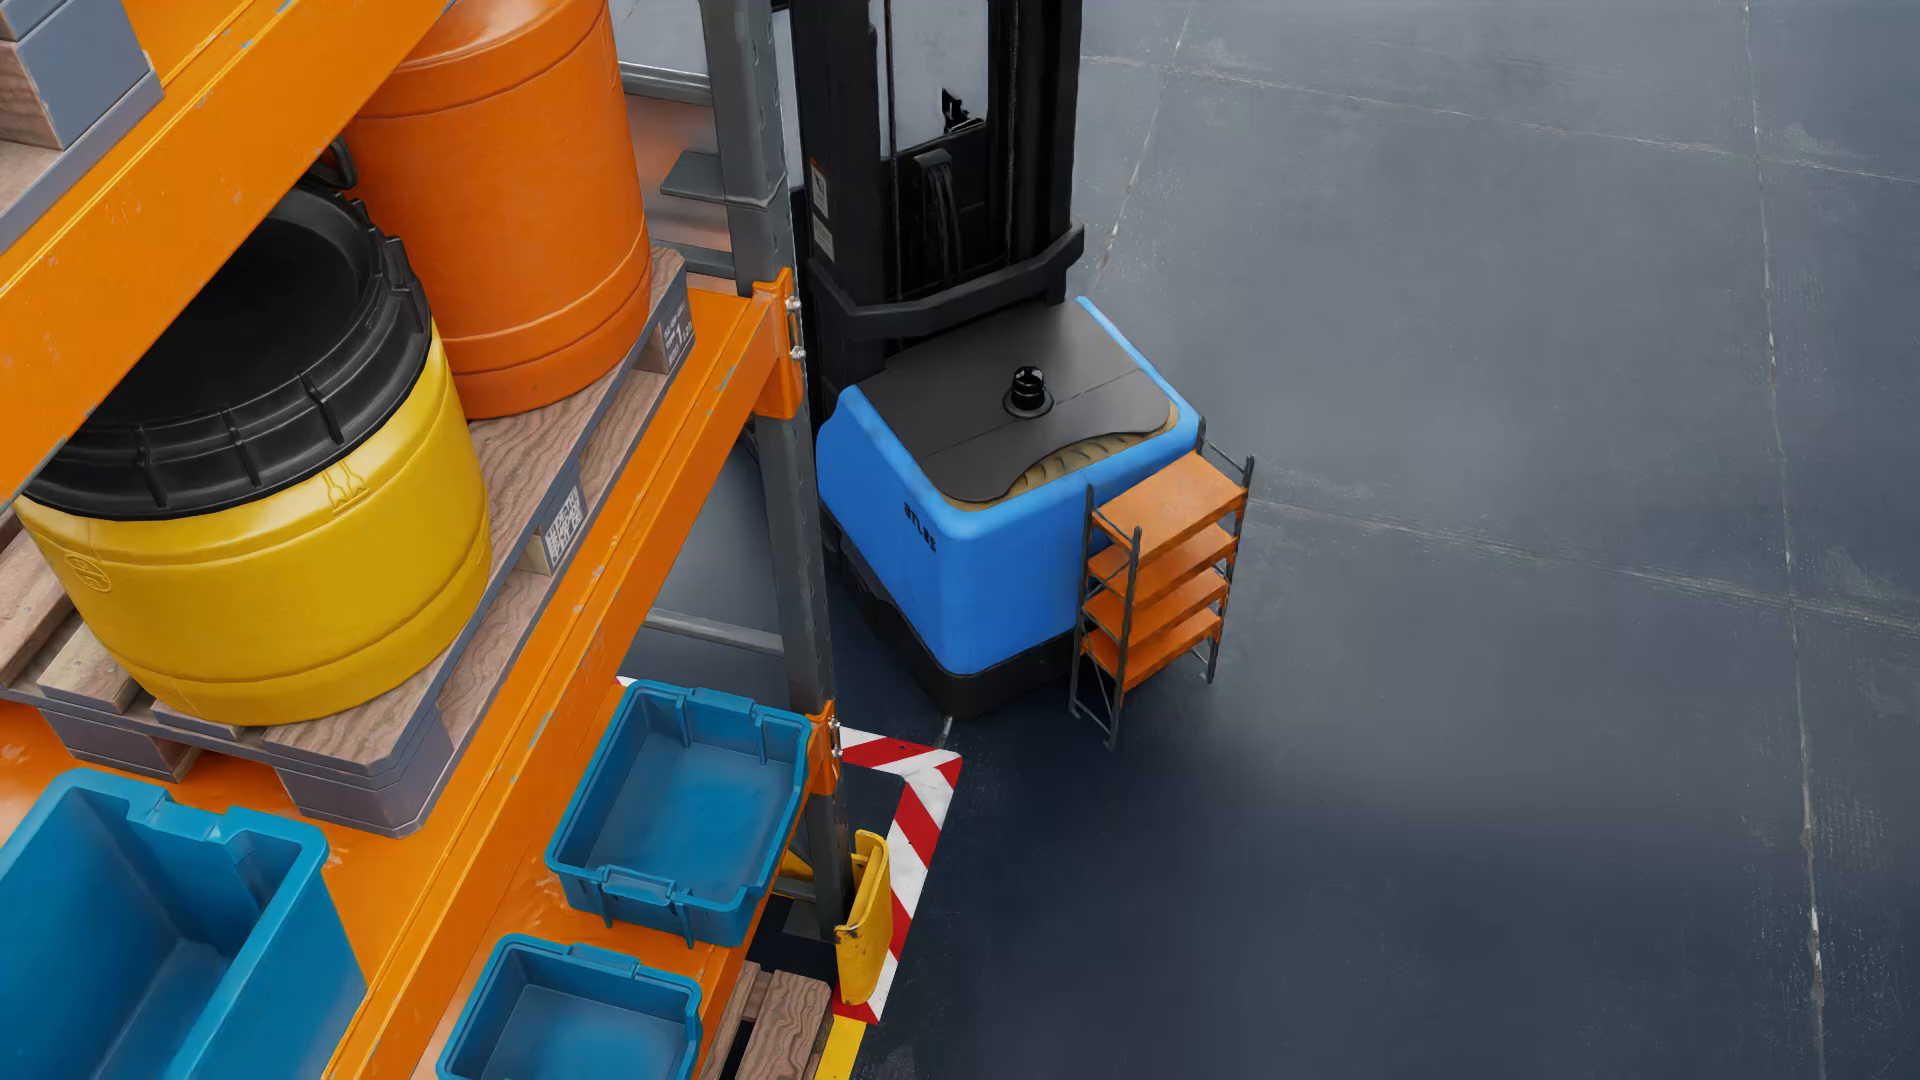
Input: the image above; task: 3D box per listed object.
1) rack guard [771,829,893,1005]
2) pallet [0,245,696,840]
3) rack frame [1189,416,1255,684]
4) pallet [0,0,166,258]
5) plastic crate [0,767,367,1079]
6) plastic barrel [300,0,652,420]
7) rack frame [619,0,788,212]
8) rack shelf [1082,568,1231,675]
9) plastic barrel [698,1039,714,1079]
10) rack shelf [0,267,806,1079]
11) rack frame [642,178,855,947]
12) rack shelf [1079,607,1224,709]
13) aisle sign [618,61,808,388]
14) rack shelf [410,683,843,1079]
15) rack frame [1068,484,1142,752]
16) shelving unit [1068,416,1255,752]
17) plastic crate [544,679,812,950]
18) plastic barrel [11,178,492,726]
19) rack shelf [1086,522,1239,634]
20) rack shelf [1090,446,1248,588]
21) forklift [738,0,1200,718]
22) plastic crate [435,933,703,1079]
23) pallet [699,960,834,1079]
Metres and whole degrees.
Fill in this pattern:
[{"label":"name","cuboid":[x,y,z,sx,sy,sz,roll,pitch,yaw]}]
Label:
[{"label":"rack guard","cuboid":[-0.815,1.103,5.362,1.175,0.500,0.348,12,50,10]},{"label":"pallet","cuboid":[-1.153,-0.139,2.916,1.003,0.211,1.213,12,50,10]},{"label":"rack frame","cuboid":[0.861,0.067,5.809,0.015,1.200,0.240,-31,55,-24]},{"label":"pallet","cuboid":[-1.384,-0.172,1.211,1.003,0.211,1.213,12,50,10]},{"label":"plastic crate","cuboid":[-1.052,0.663,2.093,0.392,0.384,0.575,12,50,10]},{"label":"plastic barrel","cuboid":[-0.846,-0.685,2.706,0.600,0.830,0.708,12,50,10]},{"label":"rack frame","cuboid":[-0.841,-1.773,2.232,1.000,3.000,0.127,12,50,10]},{"label":"rack shelf","cuboid":[0.670,0.225,5.759,0.480,0.148,0.258,-31,55,-24]},{"label":"plastic barrel","cuboid":[-0.940,1.387,4.823,0.421,0.512,0.421,0,49,0]},{"label":"rack shelf","cuboid":[-1.367,0.904,2.349,1.077,0.370,4.000,12,50,10]},{"label":"rack frame","cuboid":[-0.841,0.212,4.481,1.000,3.000,0.127,12,50,10]},{"label":"rack shelf","cuboid":[0.670,0.357,5.908,0.480,0.148,0.258,-31,55,-24]},{"label":"aisle sign","cuboid":[-0.535,-0.642,3.501,0.394,0.787,0.004,12,50,10]},{"label":"rack shelf","cuboid":[-1.367,1.897,3.474,1.077,0.370,4.000,12,50,10]},{"label":"rack frame","cuboid":[0.479,0.295,5.609,0.015,1.200,0.240,-31,55,-24]},{"label":"shelving unit","cuboid":[0.670,0.181,5.709,0.503,1.200,0.258,-31,55,-24]},{"label":"plastic crate","cuboid":[-0.684,0.682,4.165,0.499,0.251,0.616,12,50,10]},{"label":"plastic barrel","cuboid":[-1.018,-0.132,2.379,0.600,0.588,0.600,0,49,0]},{"label":"rack shelf","cuboid":[0.670,0.077,5.592,0.480,0.148,0.258,-31,55,-24]},{"label":"rack shelf","cuboid":[0.670,-0.079,5.414,0.480,0.148,0.258,-31,55,-24]},{"label":"forklift","cuboid":[-0.329,-1.429,5.975,1.130,2.935,3.031,-23,53,-19]},{"label":"plastic crate","cuboid":[-0.860,1.151,3.752,0.499,0.251,0.408,12,50,10]},{"label":"pallet","cuboid":[-1.034,1.786,4.952,1.003,0.211,1.213,12,50,10]}]
